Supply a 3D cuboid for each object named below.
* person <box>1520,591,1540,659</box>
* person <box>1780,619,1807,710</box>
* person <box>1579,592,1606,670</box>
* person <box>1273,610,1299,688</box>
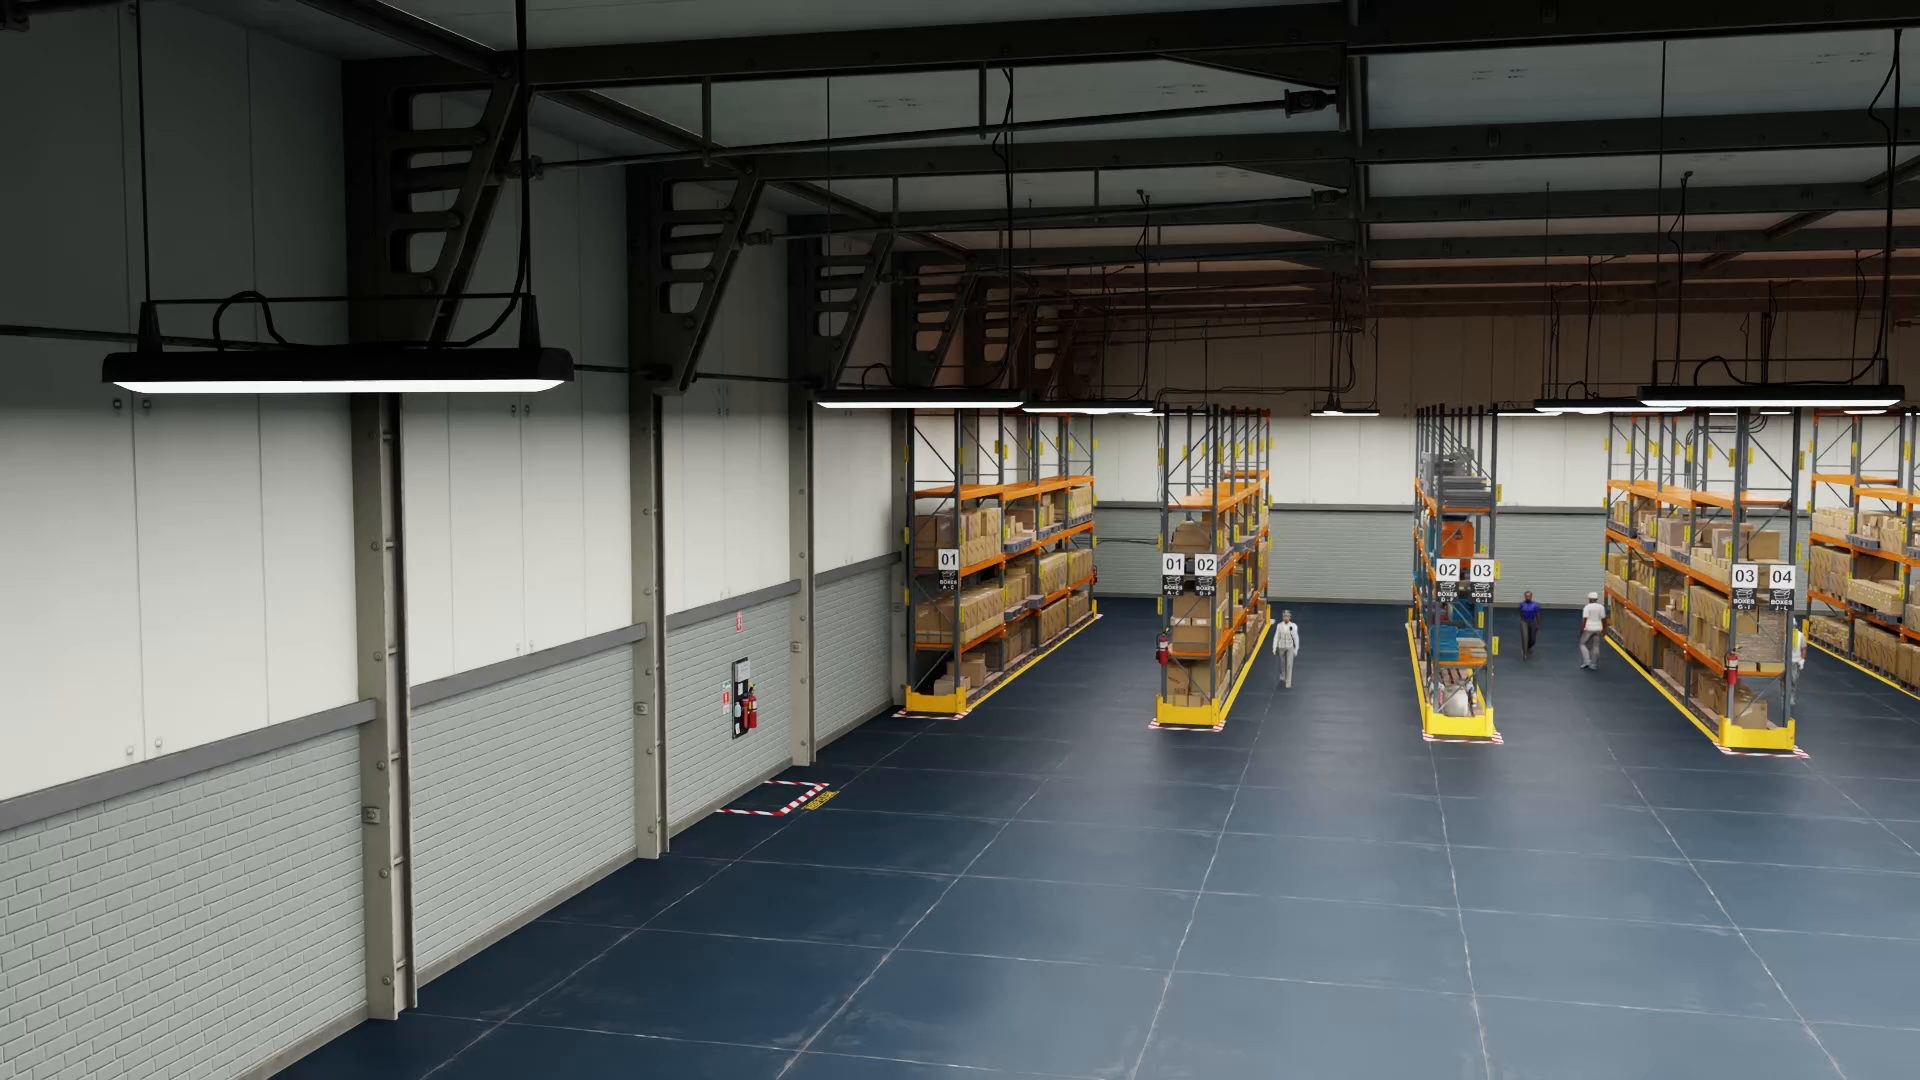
[{"bbox_3d":[13.597,2.010,39.729,0.444,1.612,0.843,1,4,11],"label":"person"},{"bbox_3d":[16.453,2.437,32.938,0.569,1.796,0.779,1,4,19],"label":"person"},{"bbox_3d":[14.471,2.080,38.066,0.609,1.787,0.403,-1,4,-10],"label":"person"},{"bbox_3d":[6.985,2.295,35.597,0.537,1.624,1.049,1,4,13],"label":"person"}]
